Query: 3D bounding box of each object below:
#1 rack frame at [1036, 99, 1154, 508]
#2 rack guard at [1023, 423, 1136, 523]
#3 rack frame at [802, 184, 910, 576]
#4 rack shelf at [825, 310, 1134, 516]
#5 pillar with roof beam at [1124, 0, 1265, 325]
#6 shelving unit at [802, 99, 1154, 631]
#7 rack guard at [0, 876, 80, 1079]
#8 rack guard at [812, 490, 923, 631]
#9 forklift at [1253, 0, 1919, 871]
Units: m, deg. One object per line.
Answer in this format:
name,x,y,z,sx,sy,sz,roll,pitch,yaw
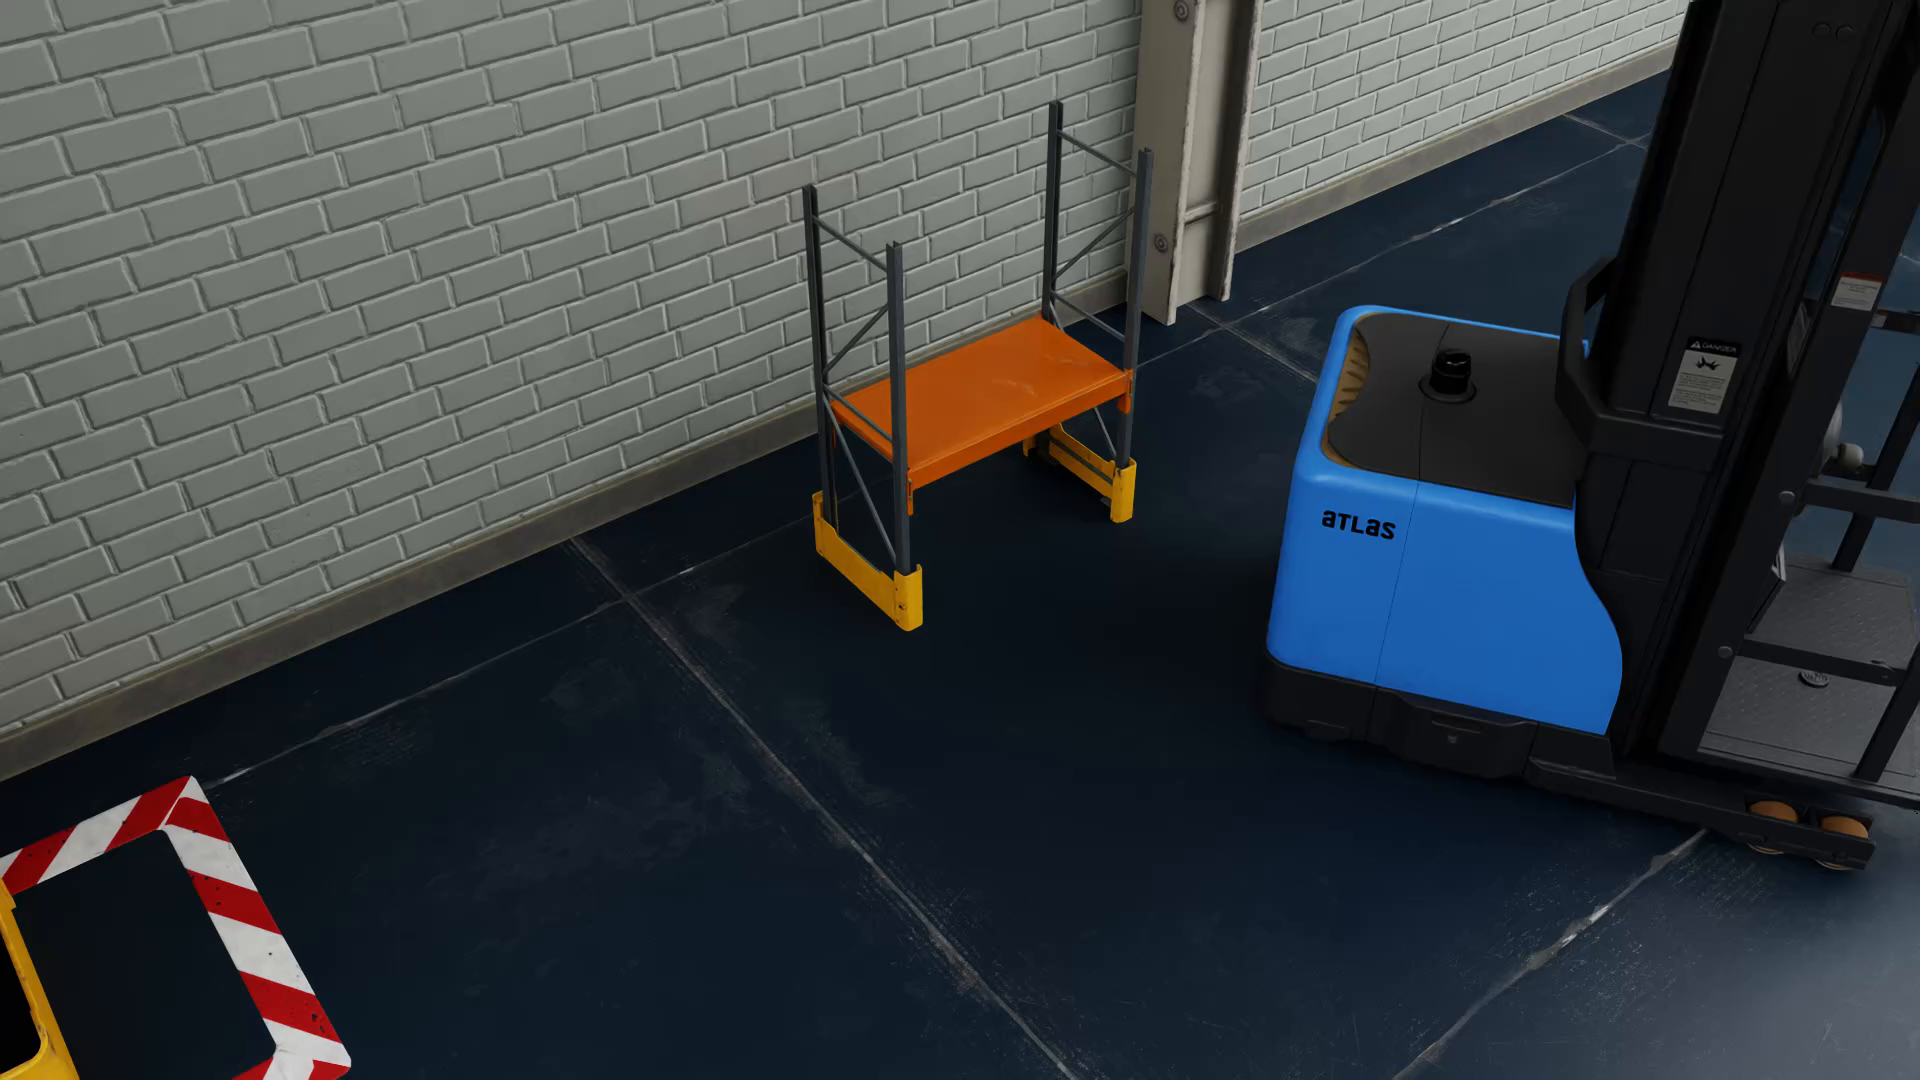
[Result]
rack frame,0.471,-0.809,6.054,0.032,1.500,0.500,-26,46,-28
rack guard,0.455,-0.319,6.441,0.087,0.250,0.587,-26,46,-28
rack frame,-0.335,-0.416,5.575,0.032,1.500,0.500,-26,46,-28
rack shelf,0.068,-0.474,5.929,1.000,0.185,0.538,-26,46,-28
pillar with roof beam,3.608,-2.422,2.107,0.400,9.000,9.100,-26,46,-28
shelving unit,0.060,-0.609,5.810,1.083,1.500,0.587,-26,46,-28
rack guard,-2.652,1.193,4.402,0.348,0.500,1.175,-26,46,-28
rack guard,-0.334,0.066,5.972,0.087,0.250,0.587,-26,46,-28
forklift,2.545,-0.516,4.568,3.031,2.935,1.130,12,41,14
